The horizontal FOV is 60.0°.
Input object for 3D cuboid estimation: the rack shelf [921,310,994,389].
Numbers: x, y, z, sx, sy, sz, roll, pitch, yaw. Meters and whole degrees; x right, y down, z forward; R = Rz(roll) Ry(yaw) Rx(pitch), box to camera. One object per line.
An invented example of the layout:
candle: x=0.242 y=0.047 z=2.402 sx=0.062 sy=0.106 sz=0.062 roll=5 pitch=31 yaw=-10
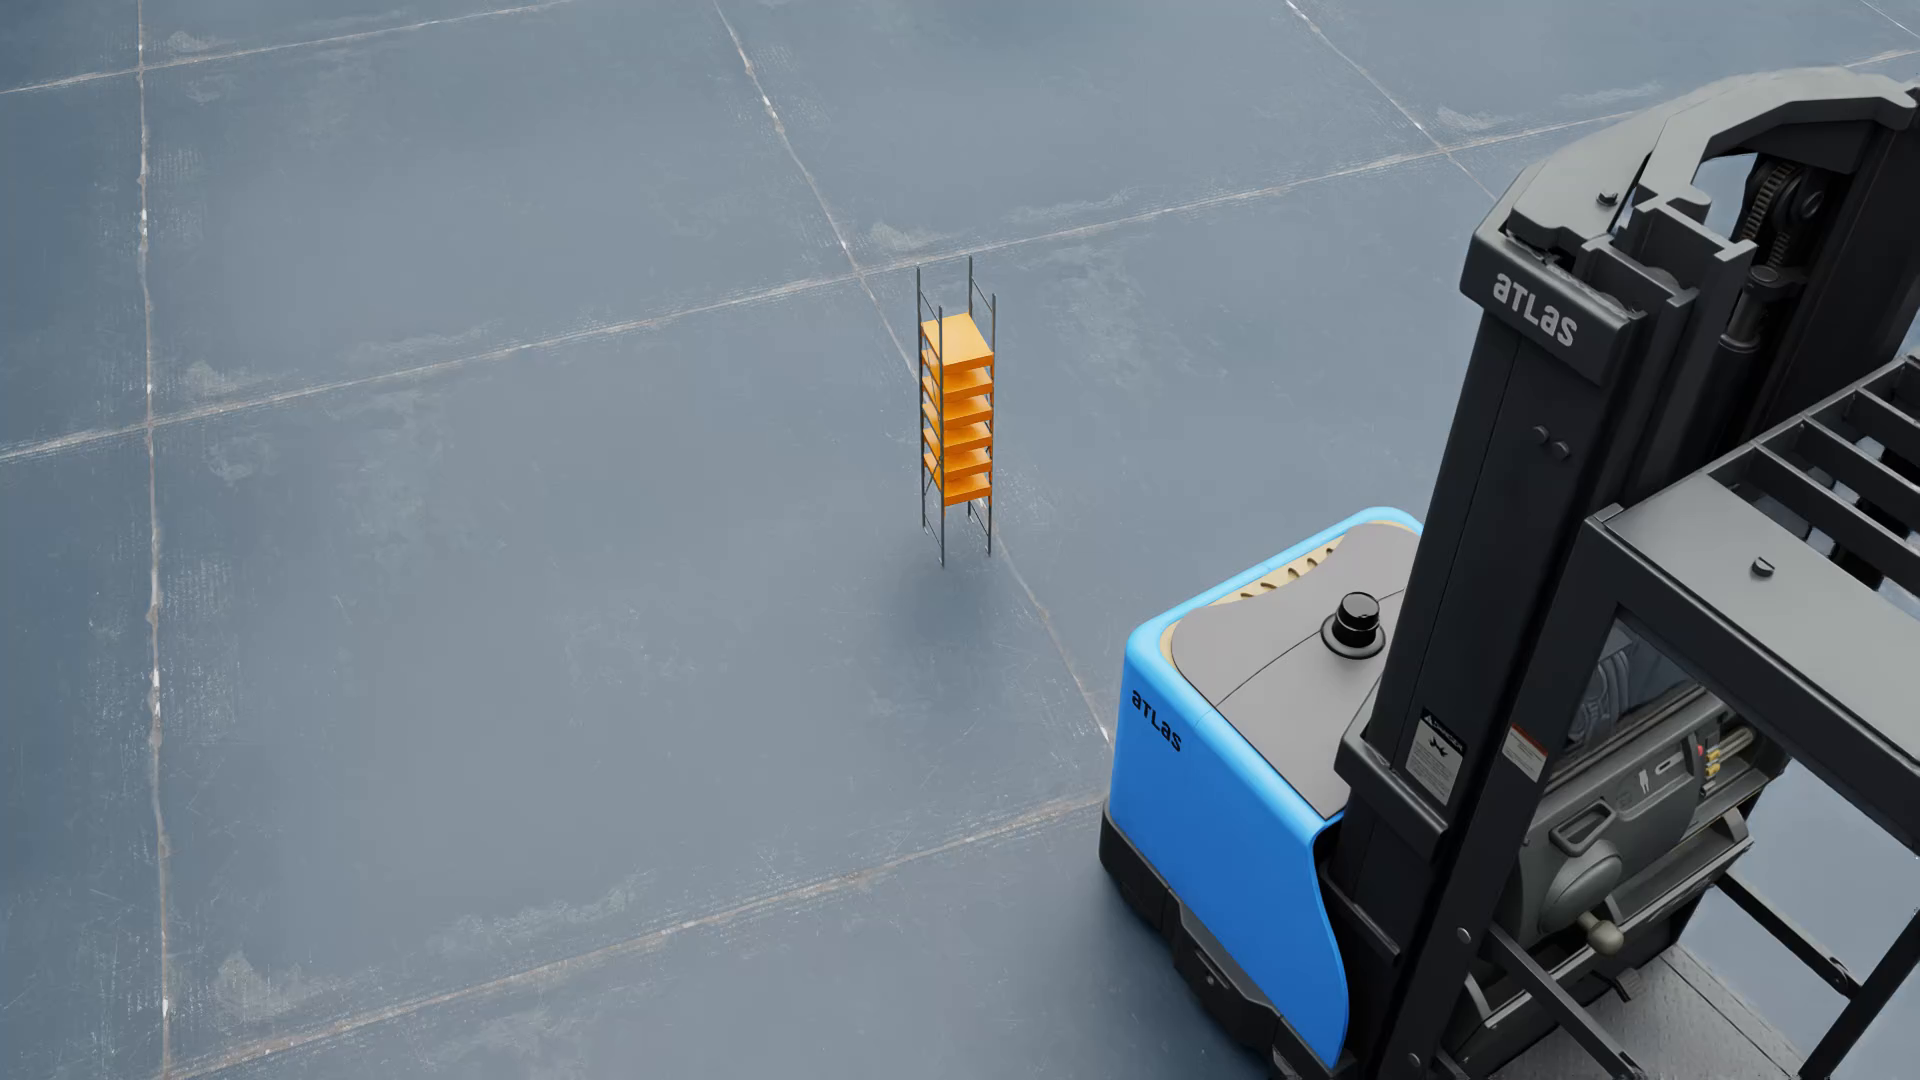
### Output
rack shelf: x=-0.014 y=-0.643 z=5.598 sx=0.180 sy=0.103 sz=0.258 roll=-14 pitch=47 yaw=-14

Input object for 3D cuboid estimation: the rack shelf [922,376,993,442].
rack shelf: x=-0.014 y=-0.473 z=5.768 sx=0.180 sy=0.103 sz=0.258 roll=-14 pitch=47 yaw=-14

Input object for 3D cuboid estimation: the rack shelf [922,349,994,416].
rack shelf: x=-0.014 y=-0.558 z=5.683 sx=0.180 sy=0.103 sz=0.258 roll=-14 pitch=47 yaw=-14

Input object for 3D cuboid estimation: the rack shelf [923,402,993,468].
rack shelf: x=-0.014 y=-0.389 z=5.853 sx=0.180 sy=0.103 sz=0.258 roll=-14 pitch=47 yaw=-14

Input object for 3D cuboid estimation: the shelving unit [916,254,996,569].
shelving unit: x=-0.014 y=-0.420 z=5.822 sx=0.189 sy=1.200 sz=0.258 roll=-14 pitch=47 yaw=-14

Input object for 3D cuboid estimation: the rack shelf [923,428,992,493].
rack shelf: x=-0.014 y=-0.304 z=5.938 sx=0.180 sy=0.103 sz=0.258 roll=-14 pitch=47 yaw=-14

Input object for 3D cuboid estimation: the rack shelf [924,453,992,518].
rack shelf: x=-0.014 y=-0.219 z=6.023 sx=0.180 sy=0.103 sz=0.258 roll=-14 pitch=47 yaw=-14

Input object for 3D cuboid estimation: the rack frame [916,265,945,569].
rack frame: x=-0.100 y=-0.398 z=5.800 sx=0.006 sy=1.200 sz=0.240 roll=-14 pitch=47 yaw=-14

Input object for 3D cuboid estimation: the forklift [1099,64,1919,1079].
forklift: x=1.661 y=0.661 z=3.522 sx=1.130 sy=2.935 sz=3.031 roll=-25 pitch=50 yaw=-23

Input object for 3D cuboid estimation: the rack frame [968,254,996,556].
rack frame: x=0.072 y=-0.442 z=5.843 sx=0.006 sy=1.200 sz=0.240 roll=-14 pitch=47 yaw=-14
